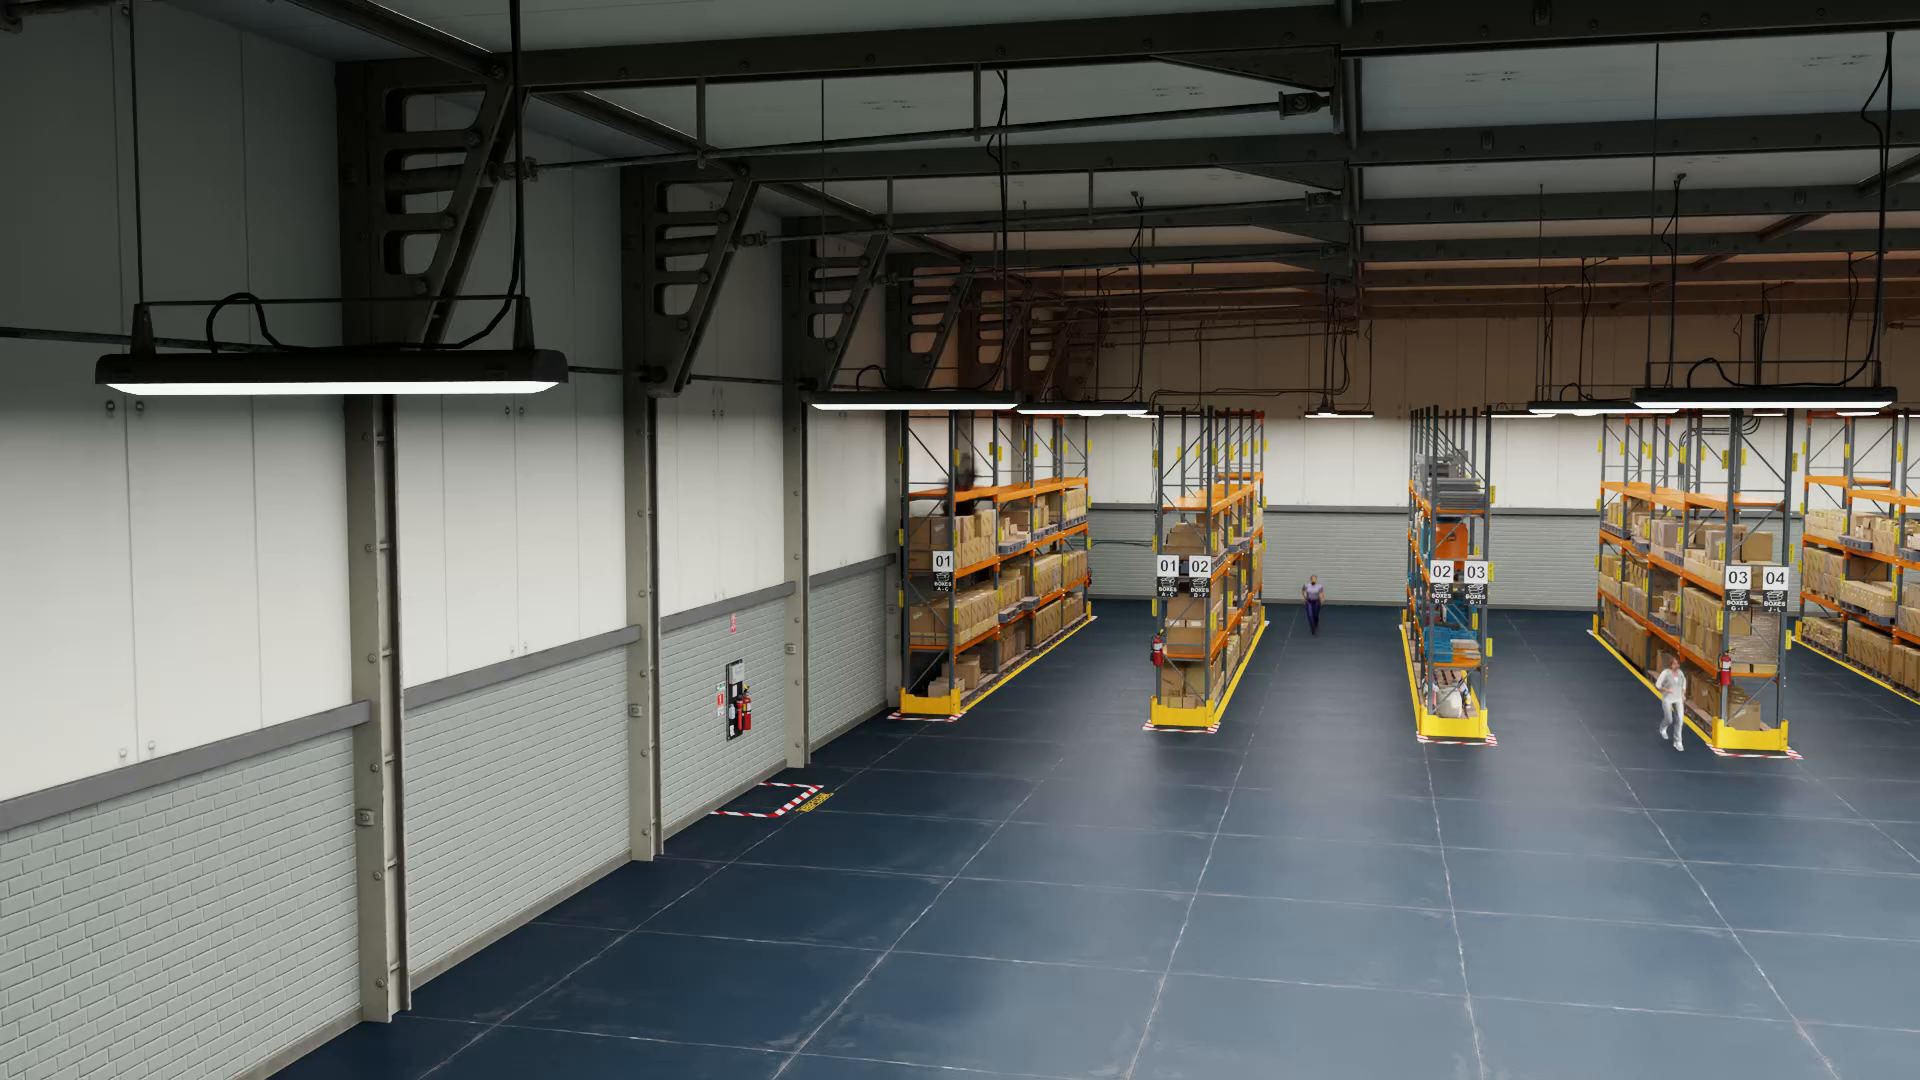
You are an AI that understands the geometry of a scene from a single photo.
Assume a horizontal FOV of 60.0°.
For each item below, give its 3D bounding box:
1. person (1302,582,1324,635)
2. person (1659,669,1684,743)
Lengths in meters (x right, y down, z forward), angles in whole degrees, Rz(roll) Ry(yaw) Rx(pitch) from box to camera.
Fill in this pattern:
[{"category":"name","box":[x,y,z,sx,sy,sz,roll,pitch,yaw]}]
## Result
[{"category":"person","box":[9.517,1.806,44.865,0.575,1.452,0.835,1,4,15]},{"category":"person","box":[12.502,2.890,29.261,0.347,1.269,0.681,0,4,3]}]
